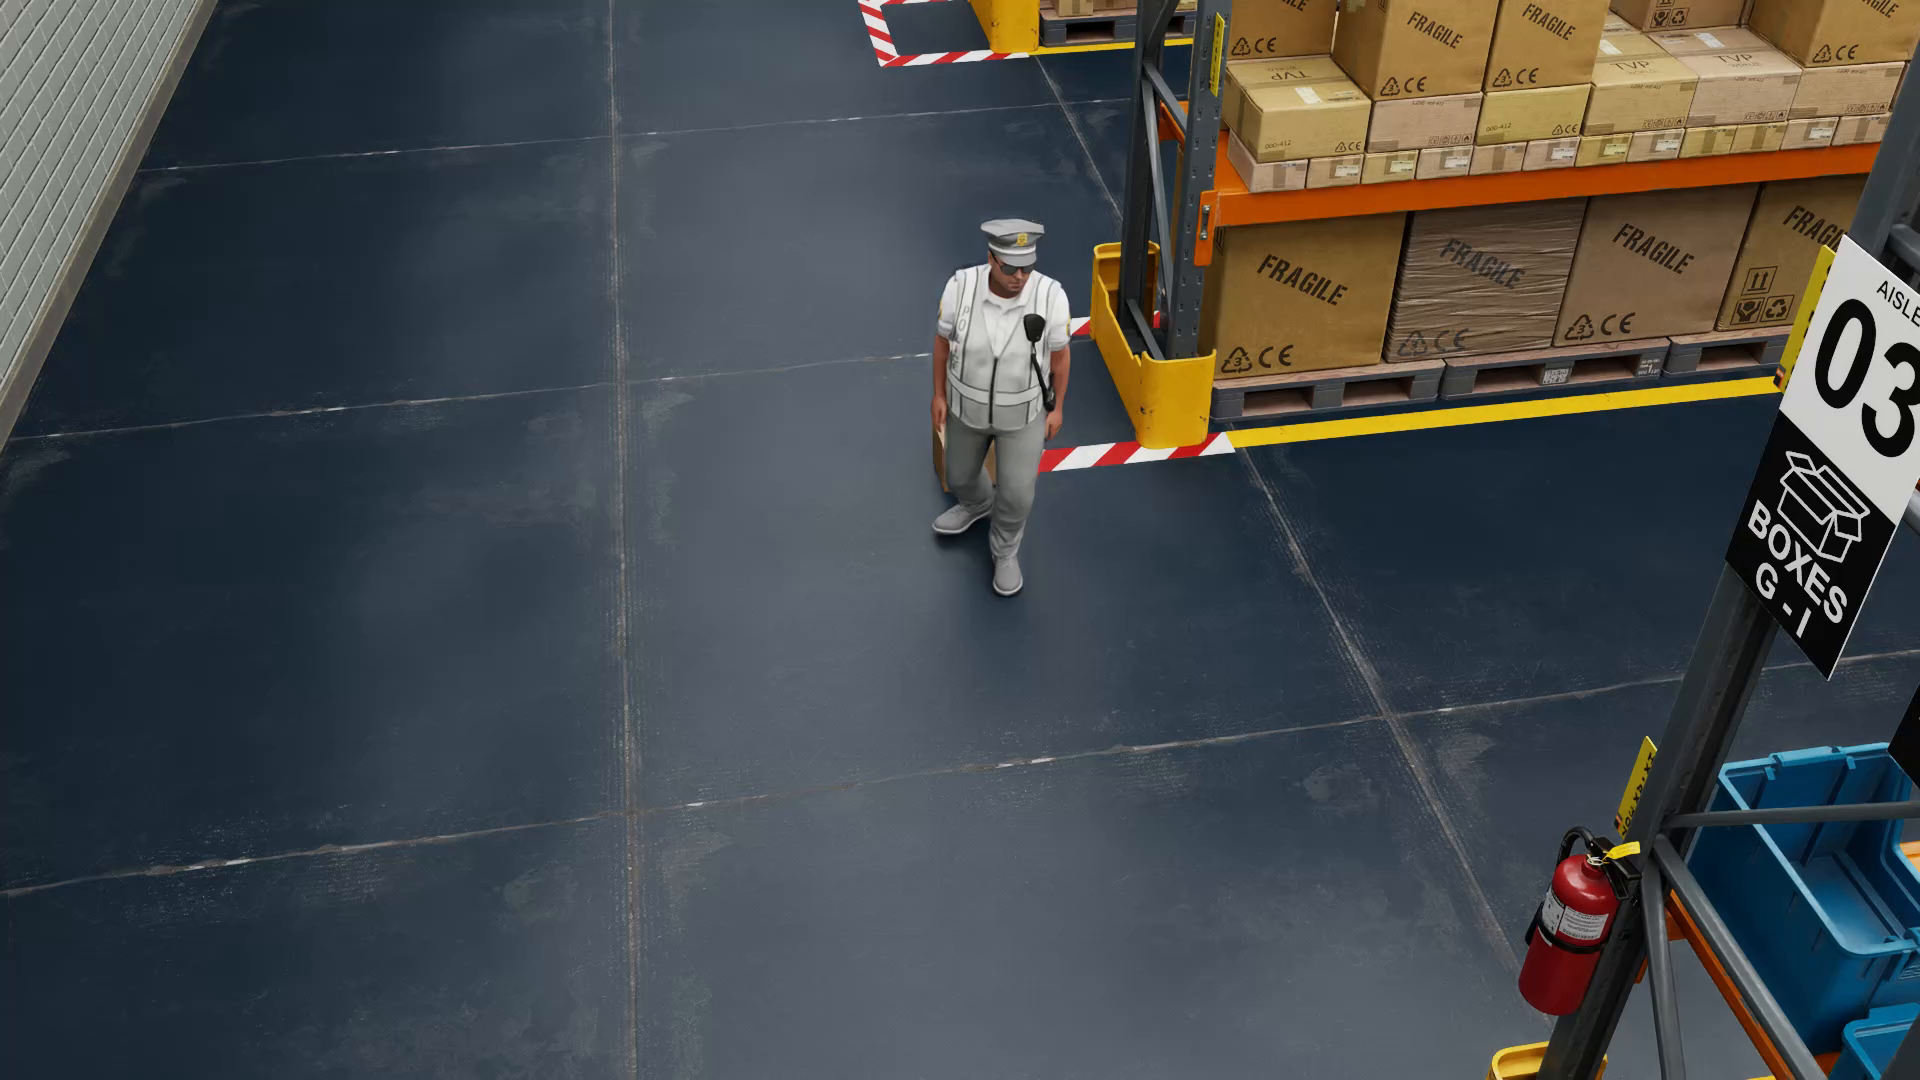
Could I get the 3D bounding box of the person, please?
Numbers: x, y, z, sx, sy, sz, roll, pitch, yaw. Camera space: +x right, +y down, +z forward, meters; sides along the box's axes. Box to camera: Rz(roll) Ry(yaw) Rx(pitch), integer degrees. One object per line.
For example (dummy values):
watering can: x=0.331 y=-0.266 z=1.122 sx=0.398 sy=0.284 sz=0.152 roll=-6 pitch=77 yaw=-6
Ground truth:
person: x=0.157 y=-0.612 z=6.916 sx=0.595 sy=1.743 sz=0.580 roll=6 pitch=39 yaw=7
